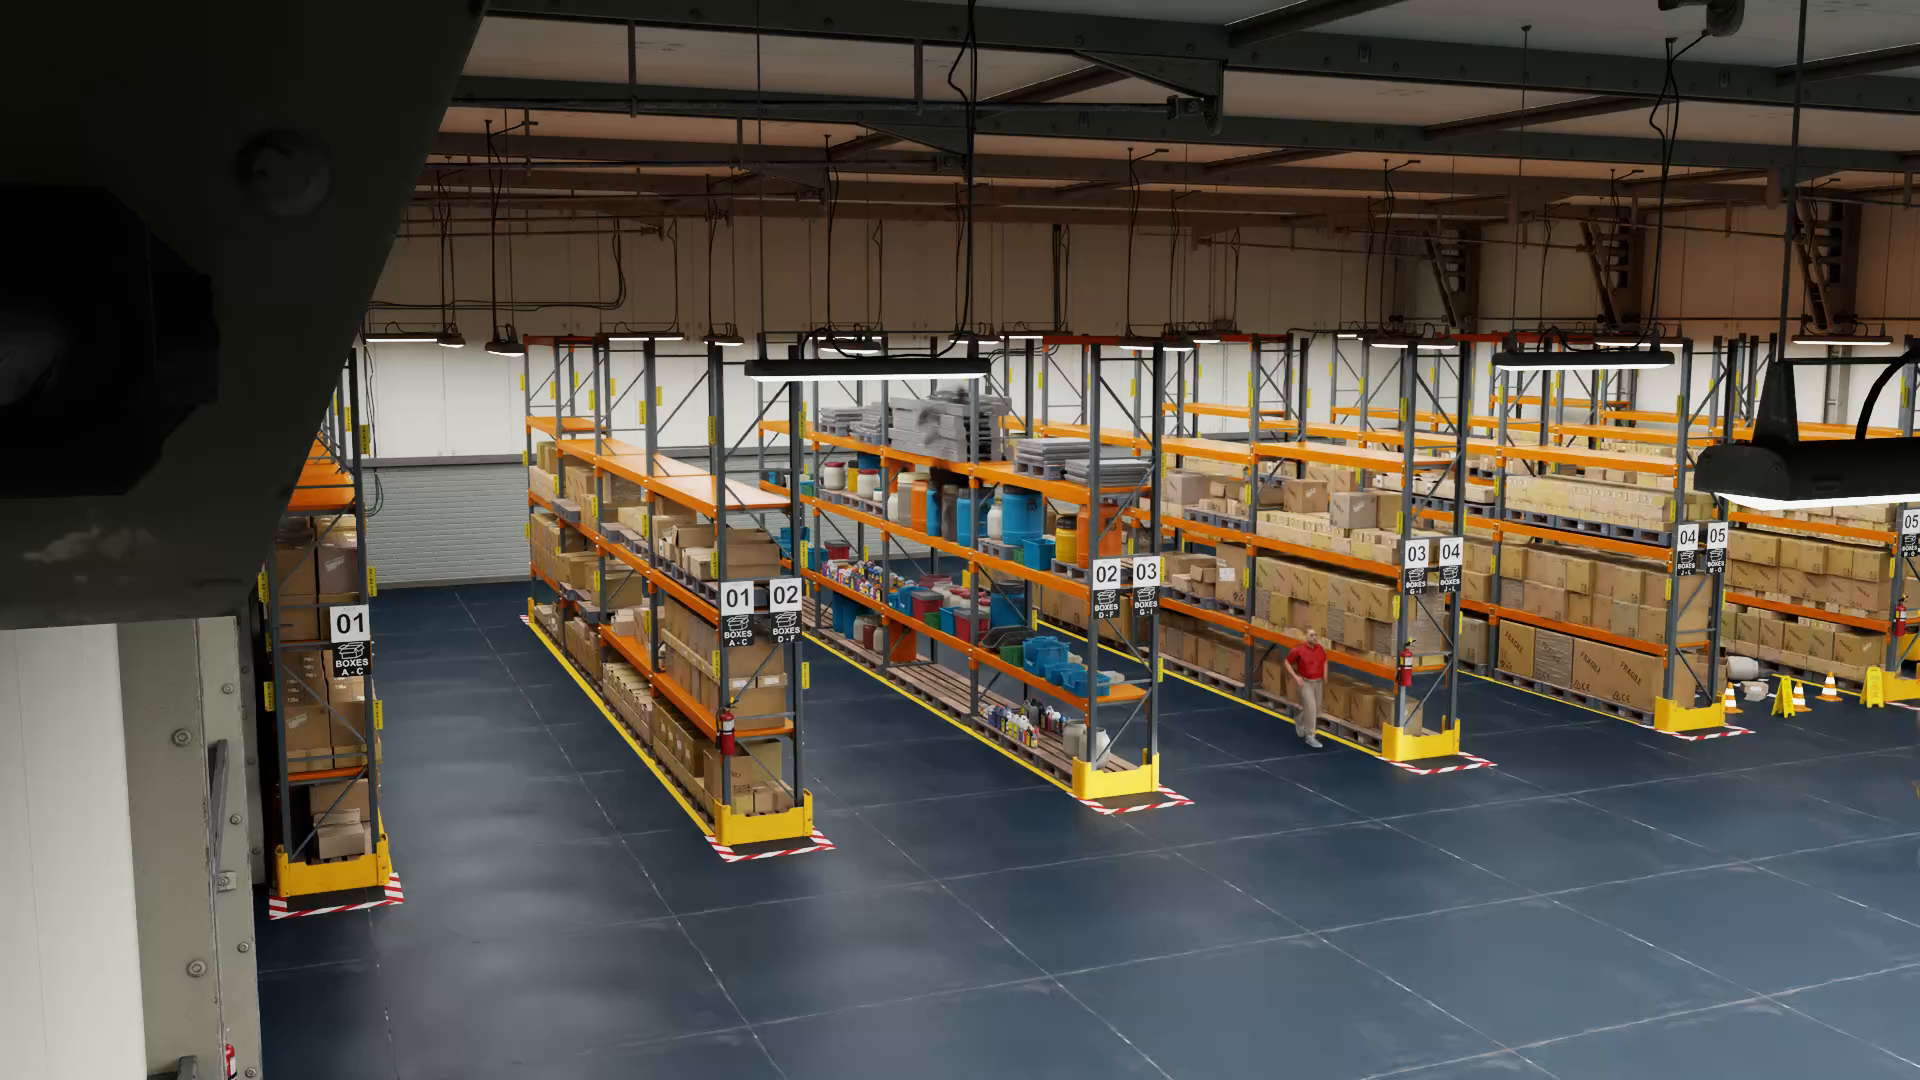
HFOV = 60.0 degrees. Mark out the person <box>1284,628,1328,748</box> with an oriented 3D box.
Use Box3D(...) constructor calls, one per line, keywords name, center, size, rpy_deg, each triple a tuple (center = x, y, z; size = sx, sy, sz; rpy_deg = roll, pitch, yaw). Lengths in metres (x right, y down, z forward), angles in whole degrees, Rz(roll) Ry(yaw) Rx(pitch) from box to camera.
Box3D(name="person", center=(5.105, 2.134, 24.424), size=(0.685, 1.709, 0.768), rpy_deg=(-3, 8, -23))
